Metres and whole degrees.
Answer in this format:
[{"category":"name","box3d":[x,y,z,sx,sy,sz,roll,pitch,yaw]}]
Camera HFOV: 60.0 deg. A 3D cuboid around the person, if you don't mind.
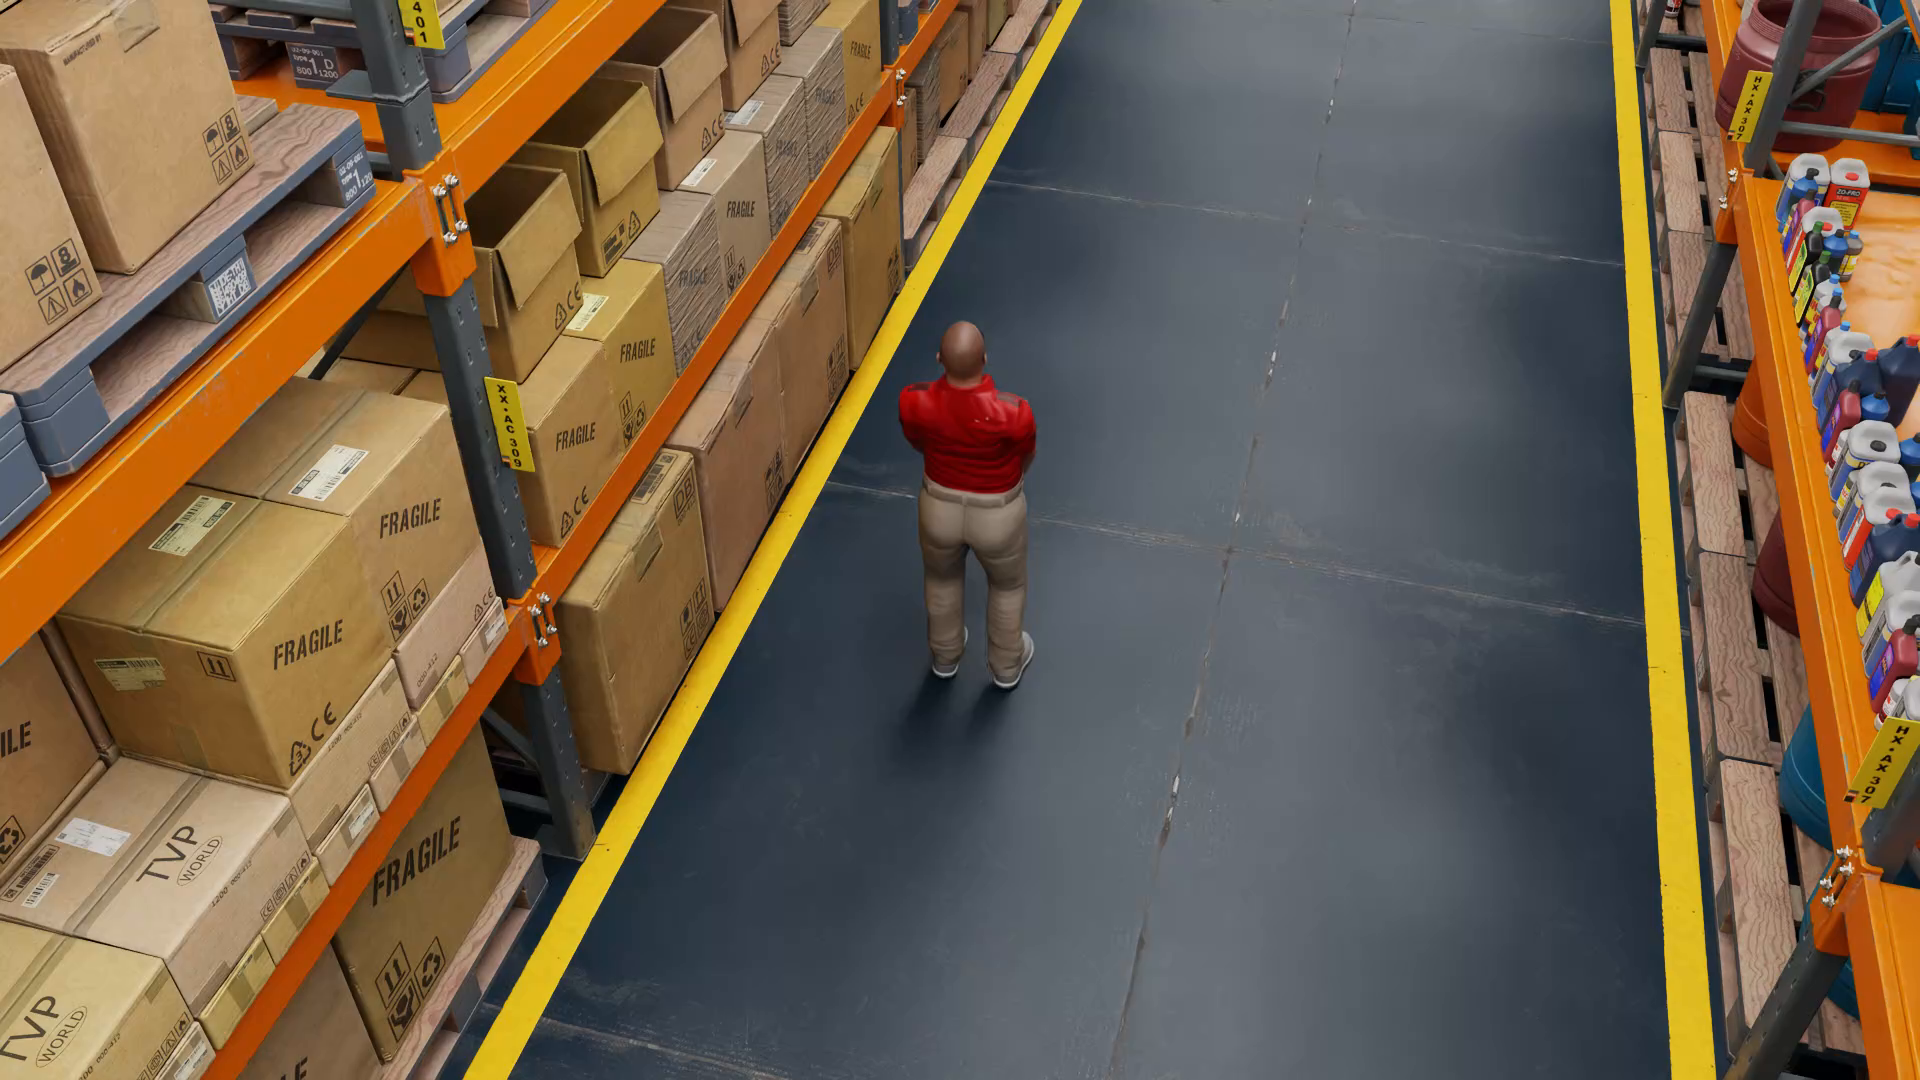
[{"category":"person","box3d":[0.051,-0.174,6.372,0.503,1.725,0.529,8,41,10]}]
